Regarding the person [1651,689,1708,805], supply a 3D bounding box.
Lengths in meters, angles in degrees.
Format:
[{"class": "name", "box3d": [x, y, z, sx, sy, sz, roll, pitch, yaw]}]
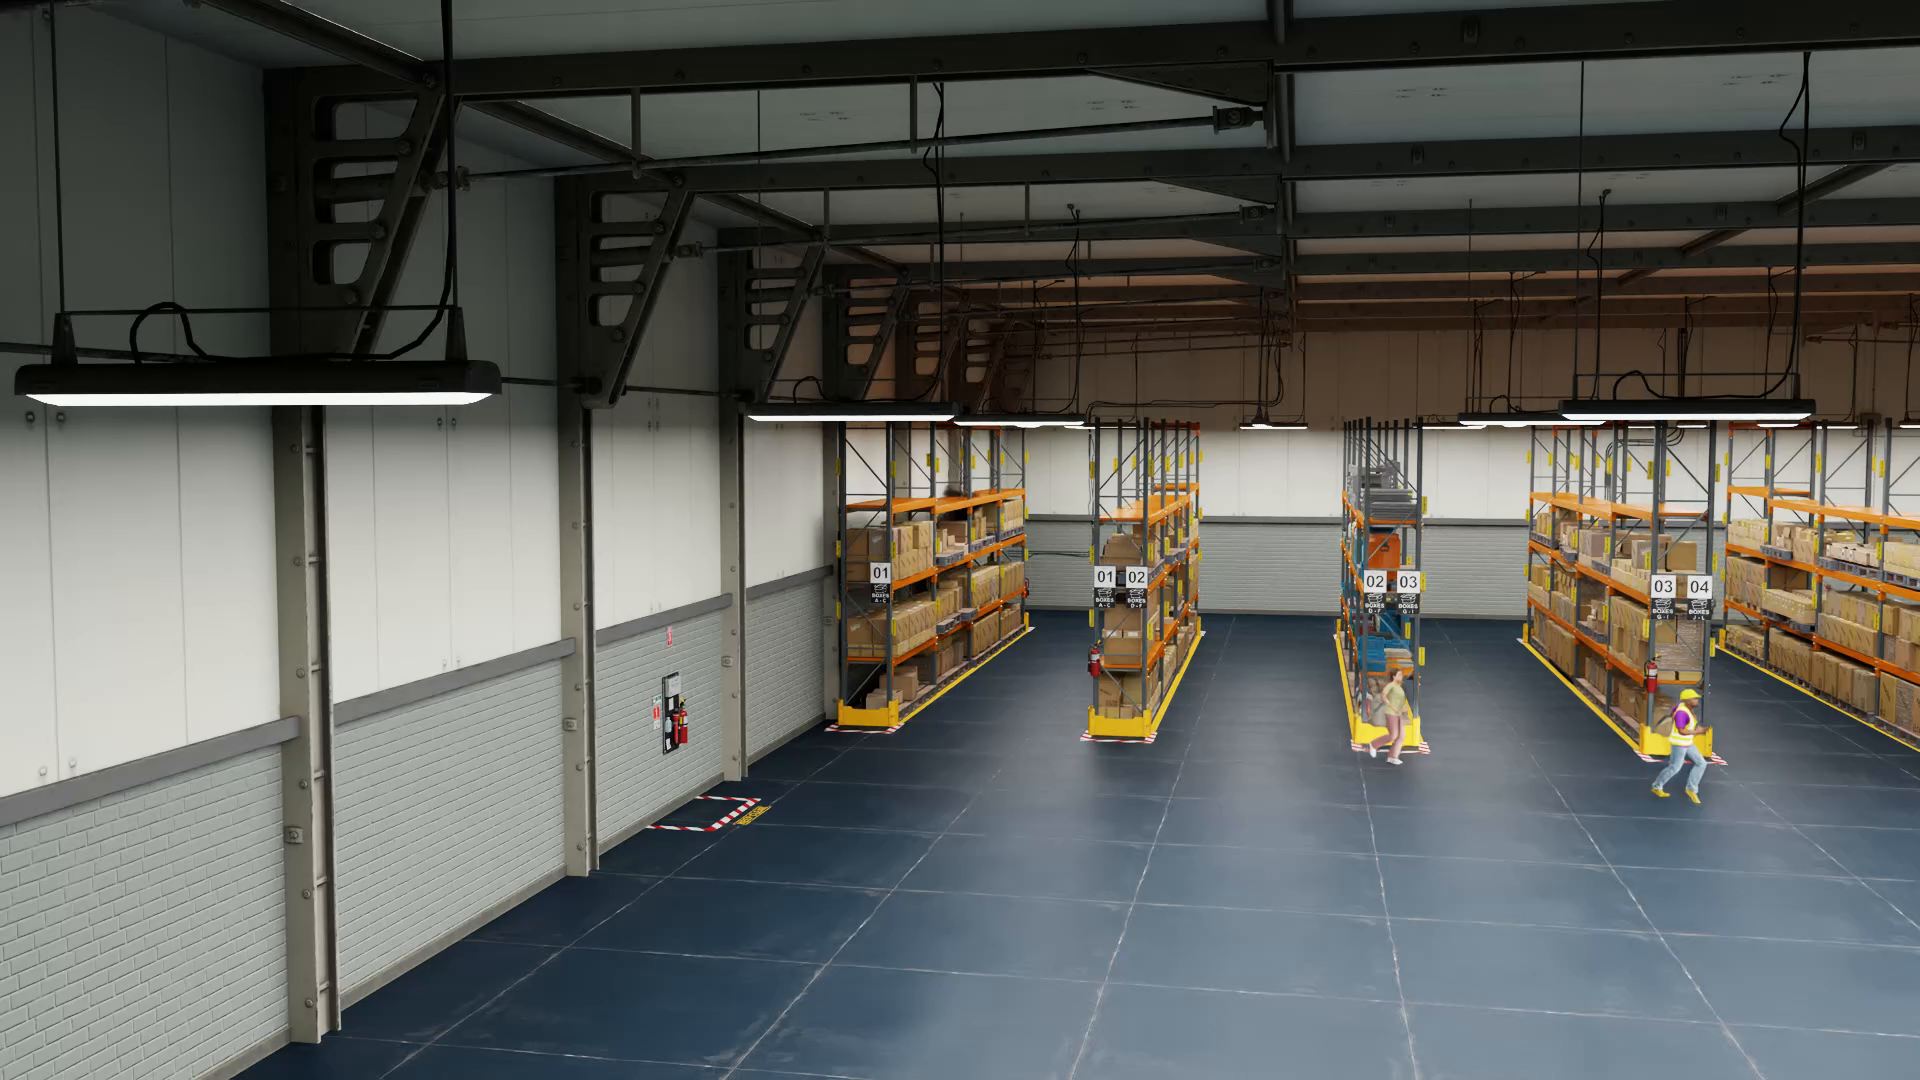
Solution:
[{"class": "person", "box3d": [11.123, 3.183, 25.677, 0.840, 1.794, 0.728, 3, 5, 38]}]

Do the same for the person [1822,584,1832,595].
[{"class": "person", "box3d": [23.675, 1.965, 45.538, 0.627, 1.554, 0.508, -1, 4, -10]}]

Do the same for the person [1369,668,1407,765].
[{"class": "person", "box3d": [7.492, 3.039, 28.925, 0.681, 1.622, 0.613, 3, 5, 41]}]

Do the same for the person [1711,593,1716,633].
[{"class": "person", "box3d": [20.207, 1.983, 45.120, 0.579, 1.680, 0.701, -1, 4, -14]}]

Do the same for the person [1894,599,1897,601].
[{"class": "person", "box3d": [22.292, 2.281, 39.720, 0.644, 1.727, 0.580, 0, 4, 7]}]
